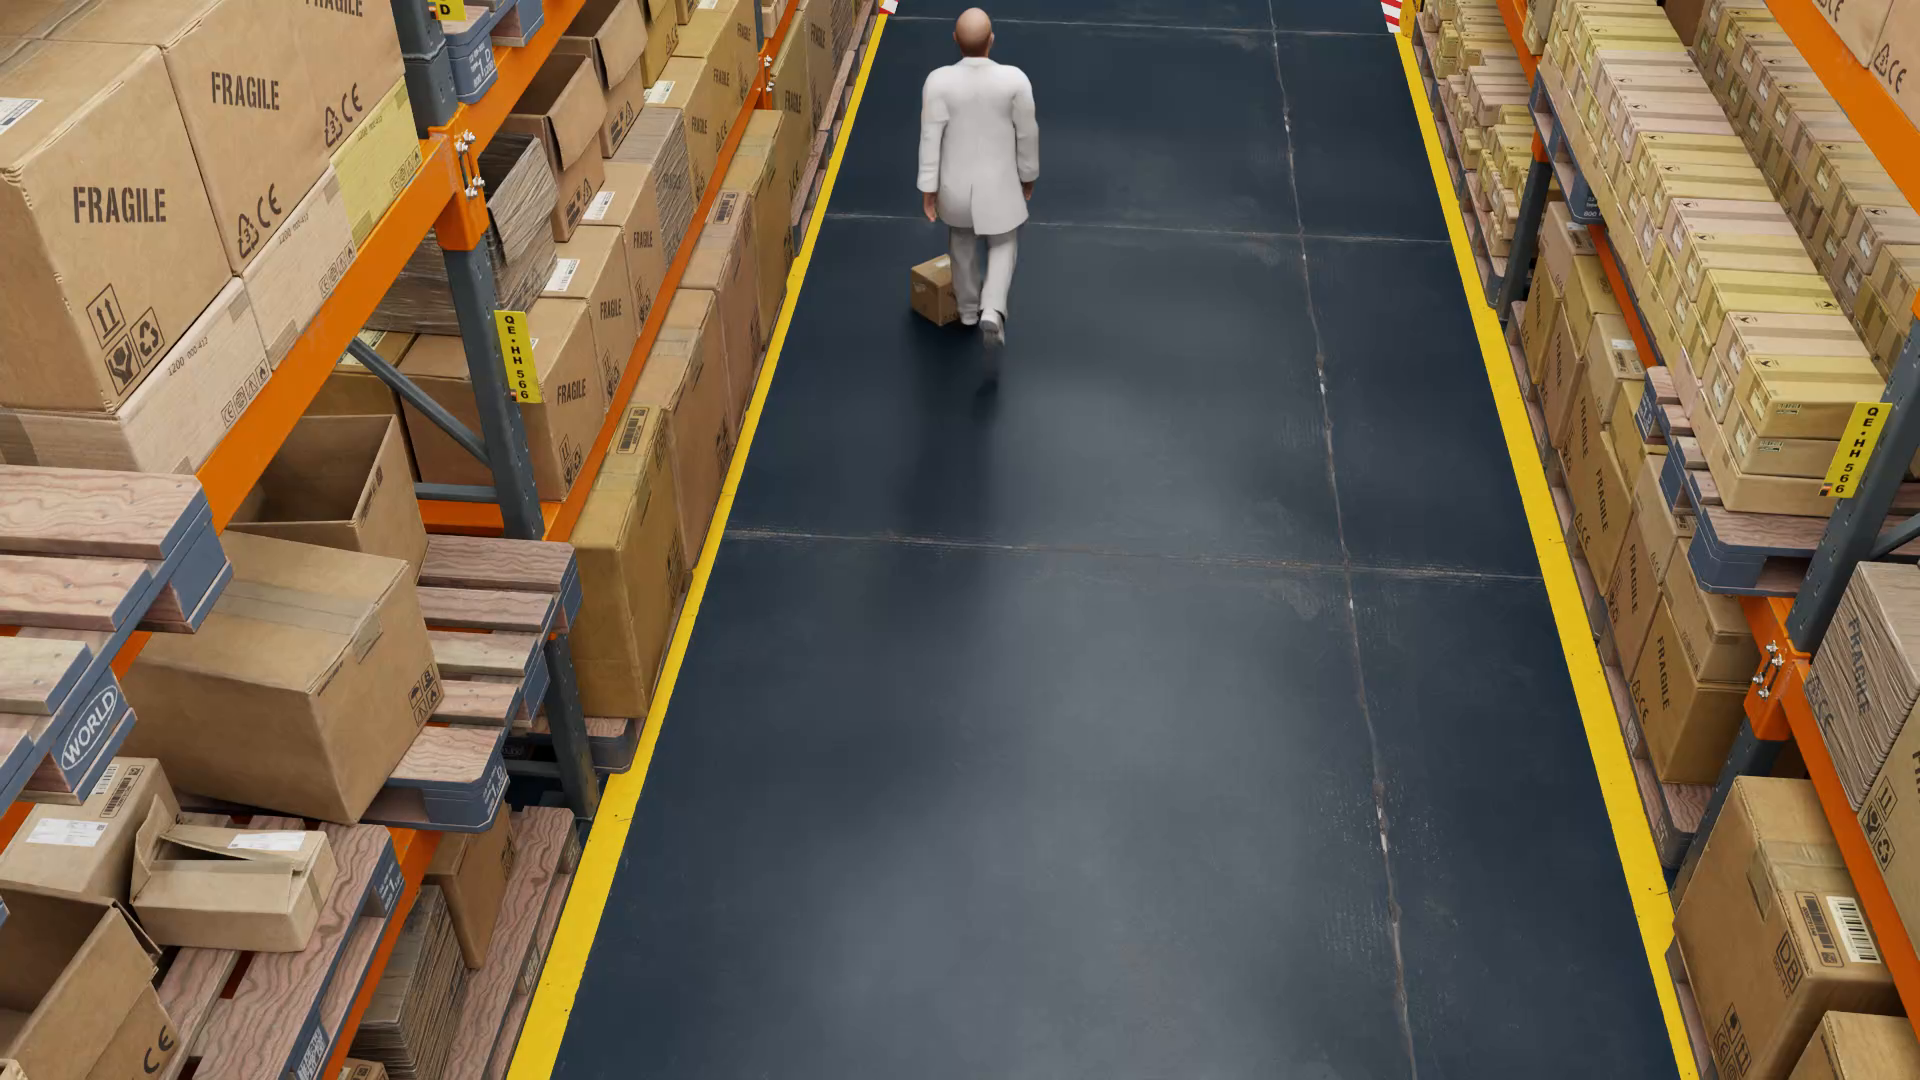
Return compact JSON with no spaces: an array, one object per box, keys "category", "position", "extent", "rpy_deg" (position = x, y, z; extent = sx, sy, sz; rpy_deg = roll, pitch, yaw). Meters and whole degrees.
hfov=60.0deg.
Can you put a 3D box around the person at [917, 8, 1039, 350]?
[{"category":"person","position":[0.089,-1.775,8.297],"extent":[0.605,1.749,0.872],"rpy_deg":[2,40,3]}]
